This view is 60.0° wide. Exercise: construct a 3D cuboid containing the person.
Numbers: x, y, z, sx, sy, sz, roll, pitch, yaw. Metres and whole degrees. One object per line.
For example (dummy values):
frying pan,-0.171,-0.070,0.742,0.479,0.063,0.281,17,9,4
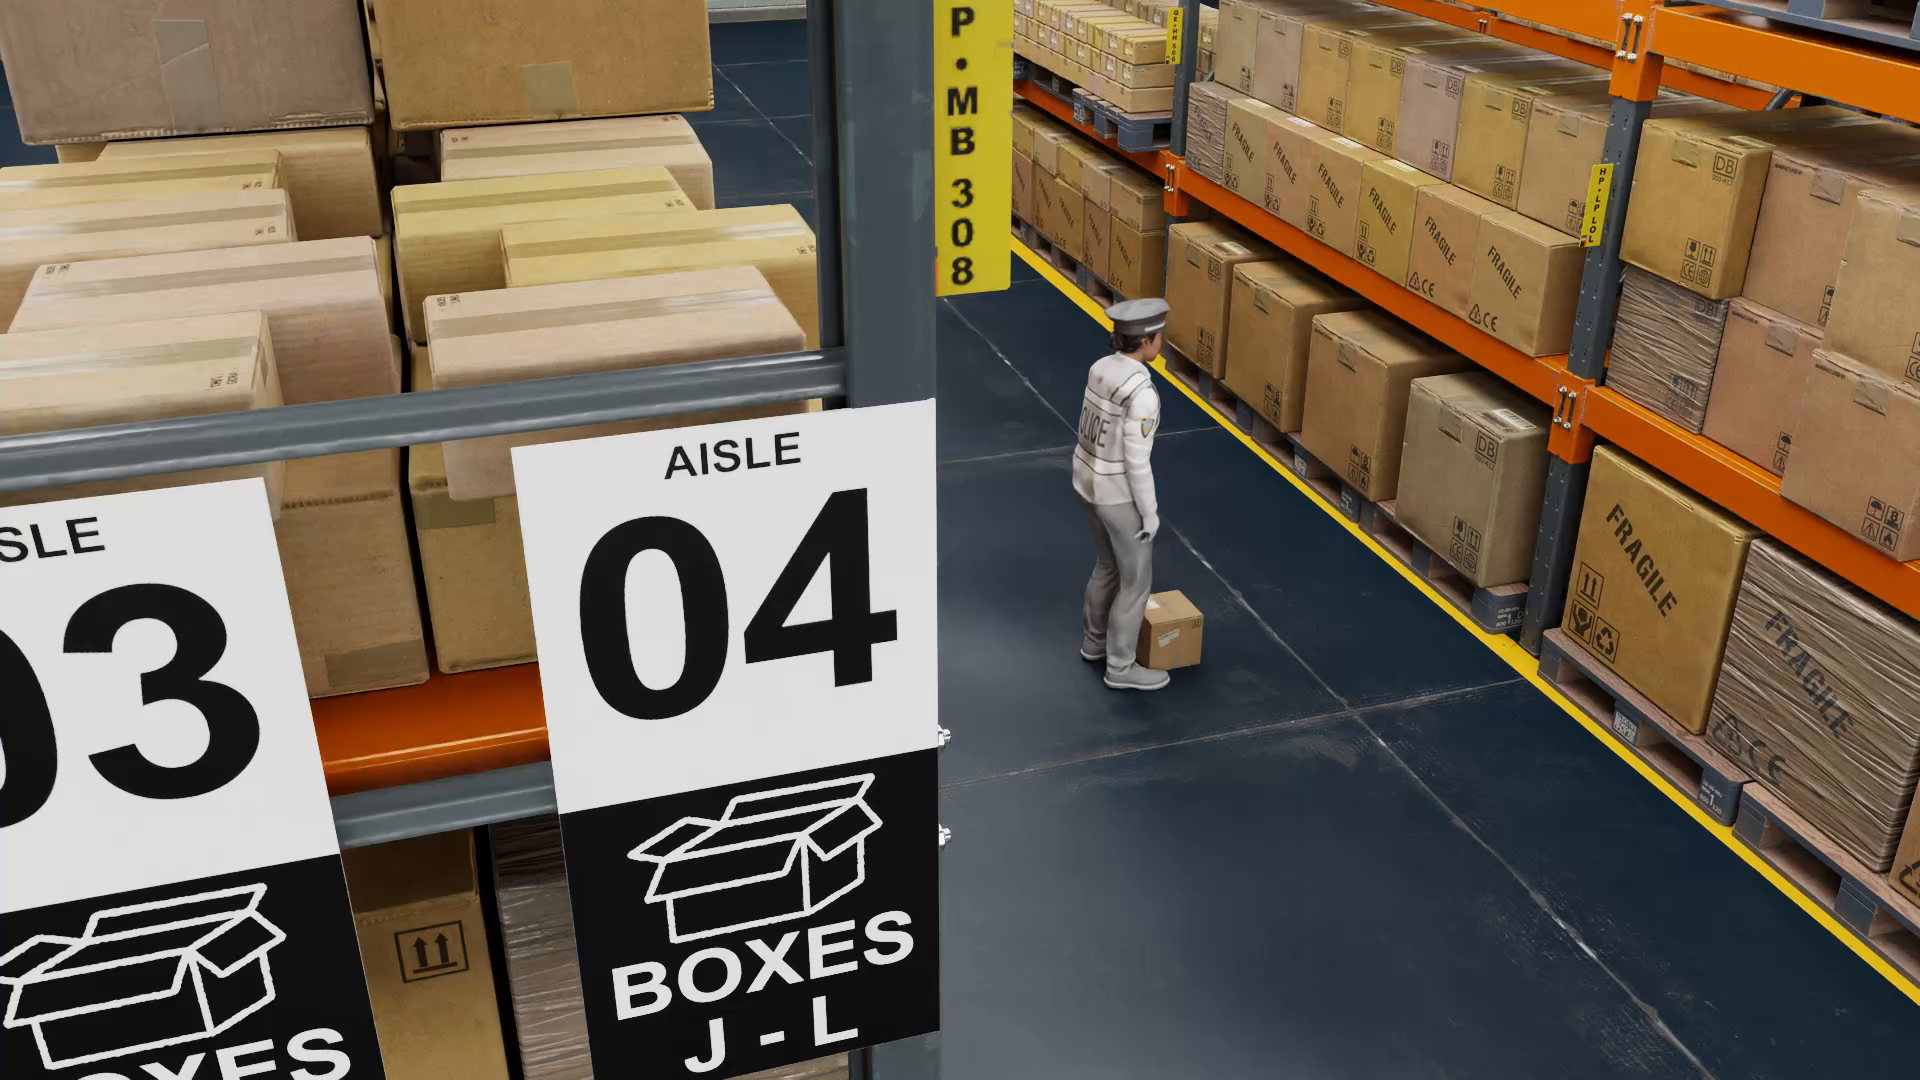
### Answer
person,0.691,-0.221,6.985,0.344,1.600,0.508,-10,28,-19
